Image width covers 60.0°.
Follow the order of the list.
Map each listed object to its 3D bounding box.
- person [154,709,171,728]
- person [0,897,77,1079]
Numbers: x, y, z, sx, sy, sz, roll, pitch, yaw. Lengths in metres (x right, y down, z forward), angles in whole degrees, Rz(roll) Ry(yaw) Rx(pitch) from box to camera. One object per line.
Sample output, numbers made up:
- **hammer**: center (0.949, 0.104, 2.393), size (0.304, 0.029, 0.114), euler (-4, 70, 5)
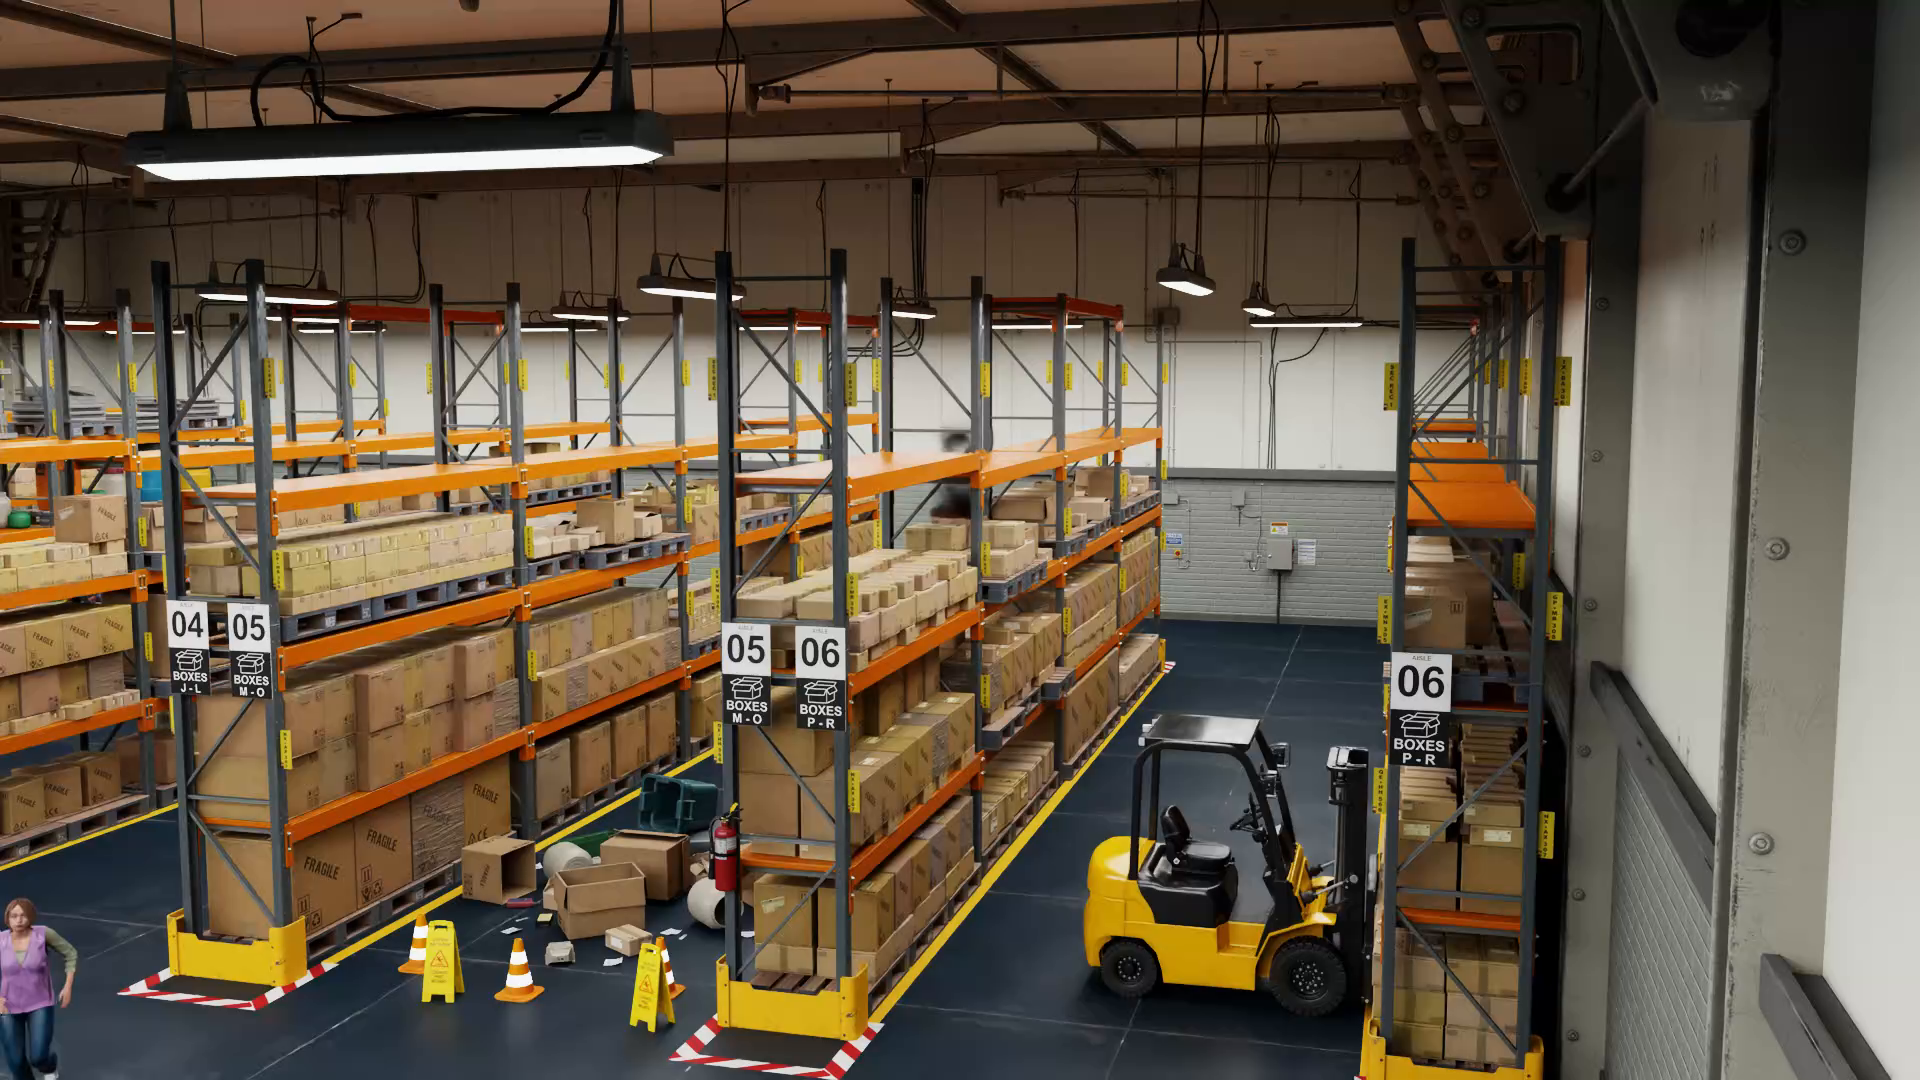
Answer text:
- **person**: center (-10.718, 1.937, 22.323), size (0.707, 1.755, 0.884), euler (1, 6, 13)
- **person**: center (-6.353, 3.315, 11.364), size (0.580, 1.355, 0.535), euler (-2, 6, -21)
